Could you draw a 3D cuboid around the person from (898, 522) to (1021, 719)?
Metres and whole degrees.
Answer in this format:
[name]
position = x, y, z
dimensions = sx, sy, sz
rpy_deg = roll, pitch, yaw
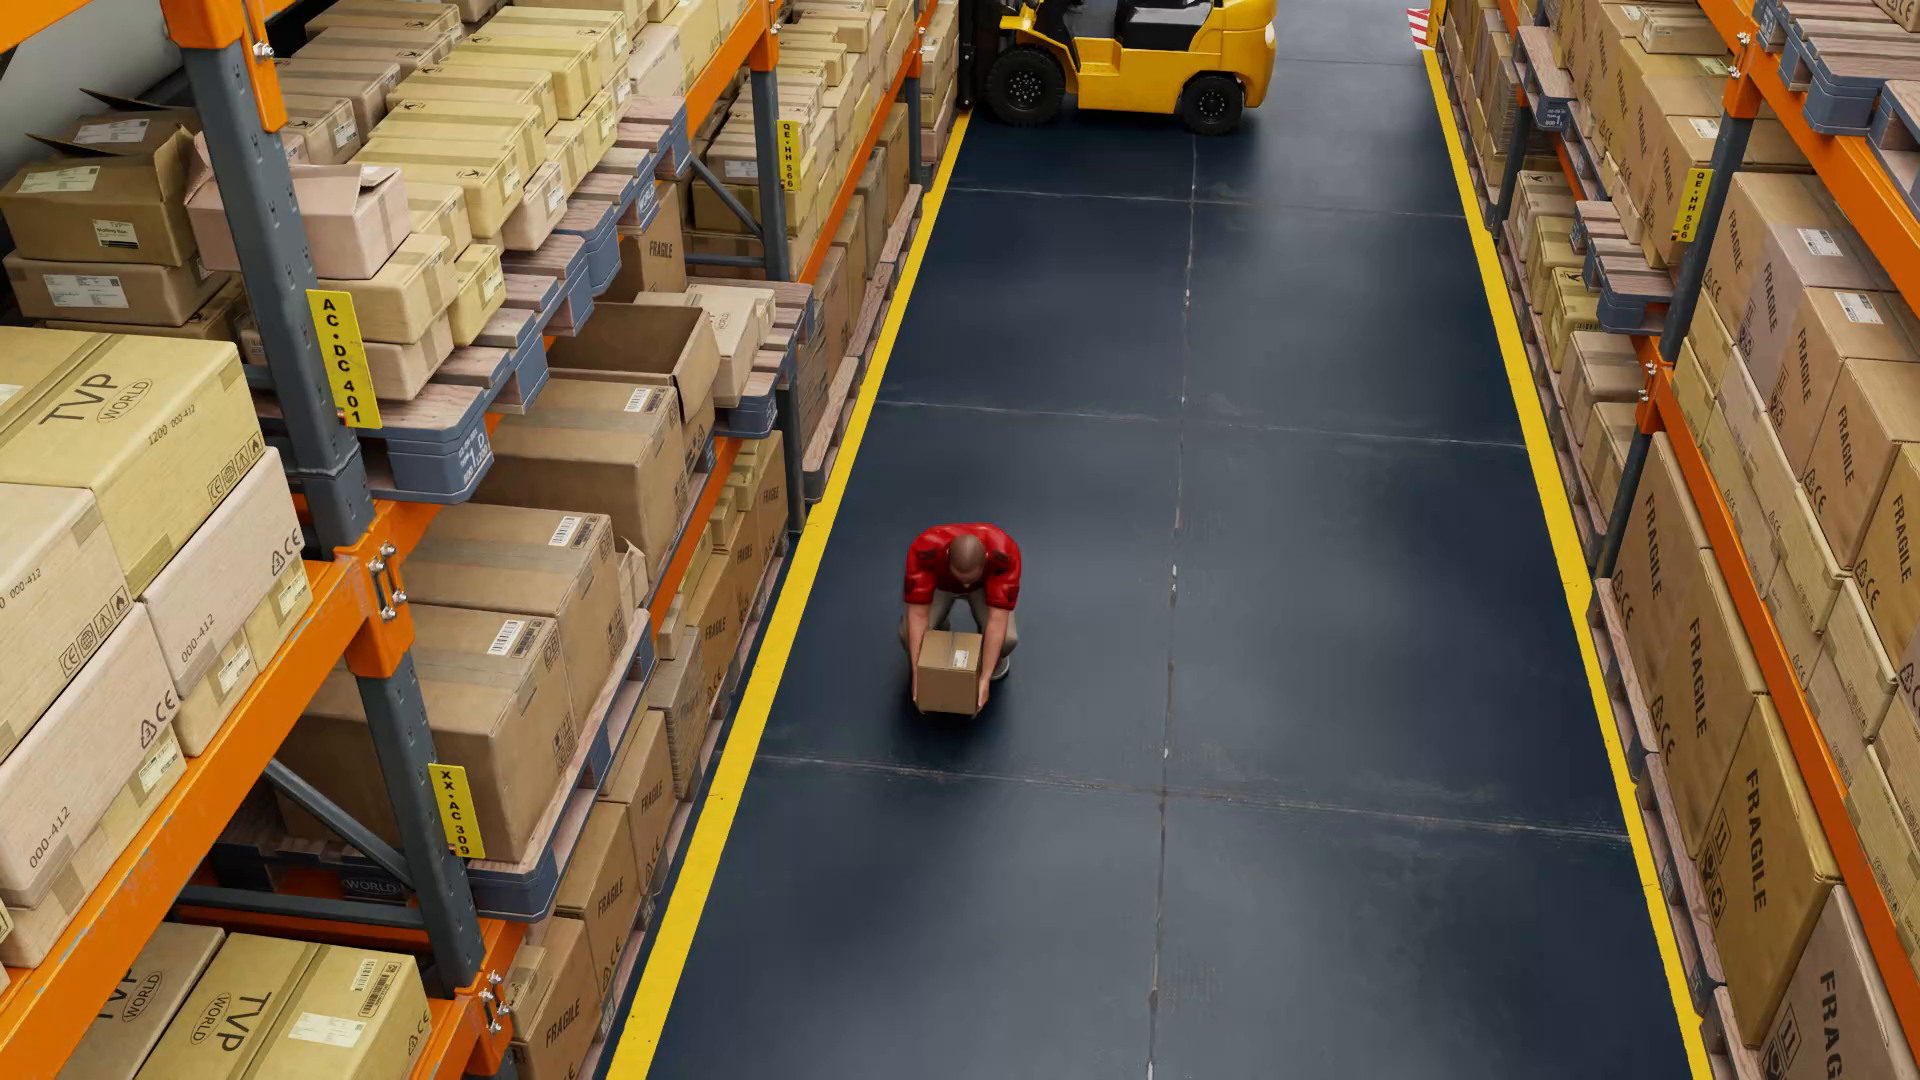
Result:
[person]
position = 0.001, 0.245, 7.364
dimensions = 0.544, 0.987, 0.883
rpy_deg = 4, 36, 5
